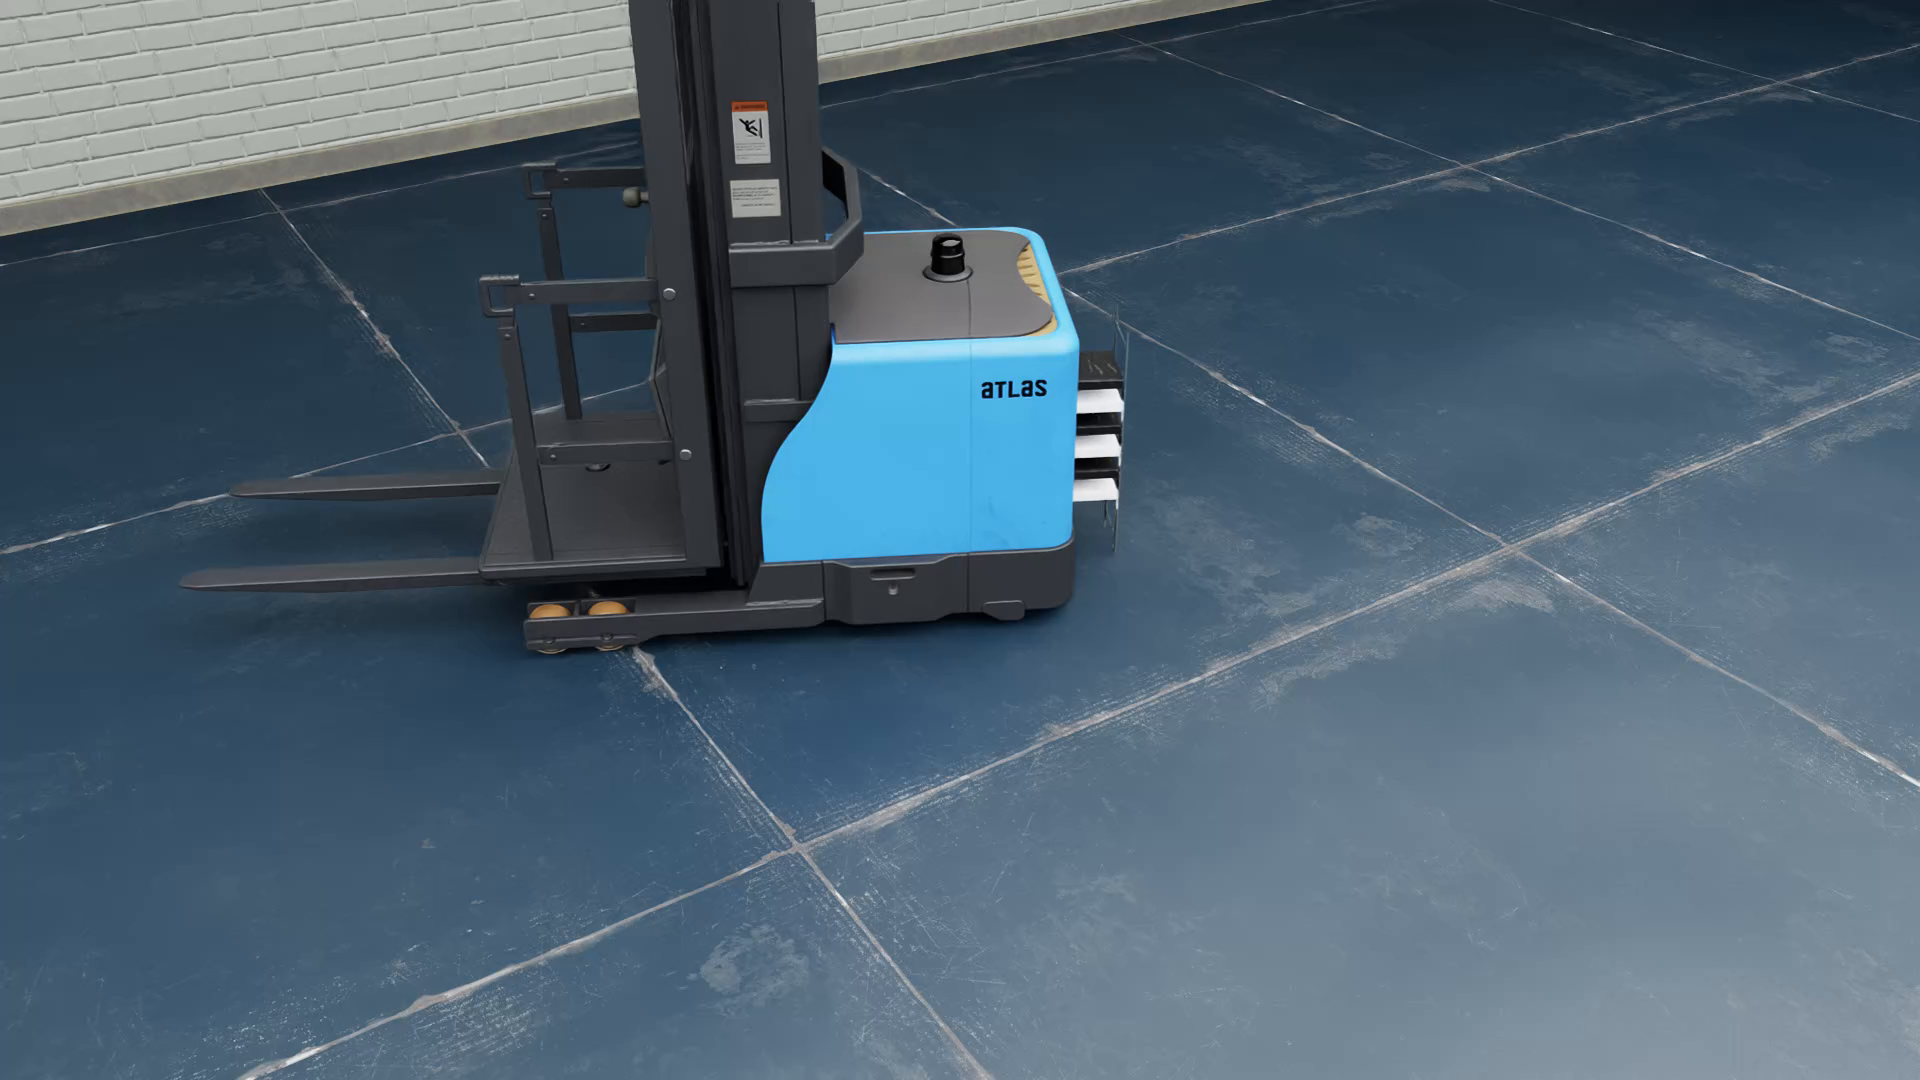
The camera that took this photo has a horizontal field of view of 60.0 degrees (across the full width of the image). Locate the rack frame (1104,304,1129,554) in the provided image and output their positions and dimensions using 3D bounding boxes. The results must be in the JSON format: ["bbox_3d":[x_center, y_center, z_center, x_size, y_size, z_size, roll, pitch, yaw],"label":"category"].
[{"bbox_3d":[0.565,-0.393,6.029,0.006,0.900,0.240,-3,32,-5],"label":"rack frame"}]

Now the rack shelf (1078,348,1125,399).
[{"bbox_3d":[0.463,-0.588,5.894,0.200,0.077,0.258,-3,32,-5],"label":"rack shelf"}]

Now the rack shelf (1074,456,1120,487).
[{"bbox_3d":[0.463,-0.283,6.086,0.200,0.077,0.258,-3,32,-5],"label":"rack shelf"}]

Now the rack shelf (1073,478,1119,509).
[{"bbox_3d":[0.463,-0.207,6.135,0.200,0.077,0.258,-3,32,-5],"label":"rack shelf"}]

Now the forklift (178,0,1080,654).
[{"bbox_3d":[-1.153,-1.150,5.326,3.031,2.935,1.130,-3,32,-5],"label":"forklift"}]

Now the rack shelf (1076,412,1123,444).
[{"bbox_3d":[0.463,-0.435,5.990,0.200,0.077,0.258,-3,32,-5],"label":"rack shelf"}]

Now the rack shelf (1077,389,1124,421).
[{"bbox_3d":[0.463,-0.511,5.942,0.200,0.077,0.258,-3,32,-5],"label":"rack shelf"}]

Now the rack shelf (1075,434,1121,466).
[{"bbox_3d":[0.463,-0.359,6.038,0.200,0.077,0.258,-3,32,-5],"label":"rack shelf"}]

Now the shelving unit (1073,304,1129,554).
[{"bbox_3d":[0.463,-0.387,6.021,0.210,0.900,0.258,-3,32,-5],"label":"shelving unit"}]
